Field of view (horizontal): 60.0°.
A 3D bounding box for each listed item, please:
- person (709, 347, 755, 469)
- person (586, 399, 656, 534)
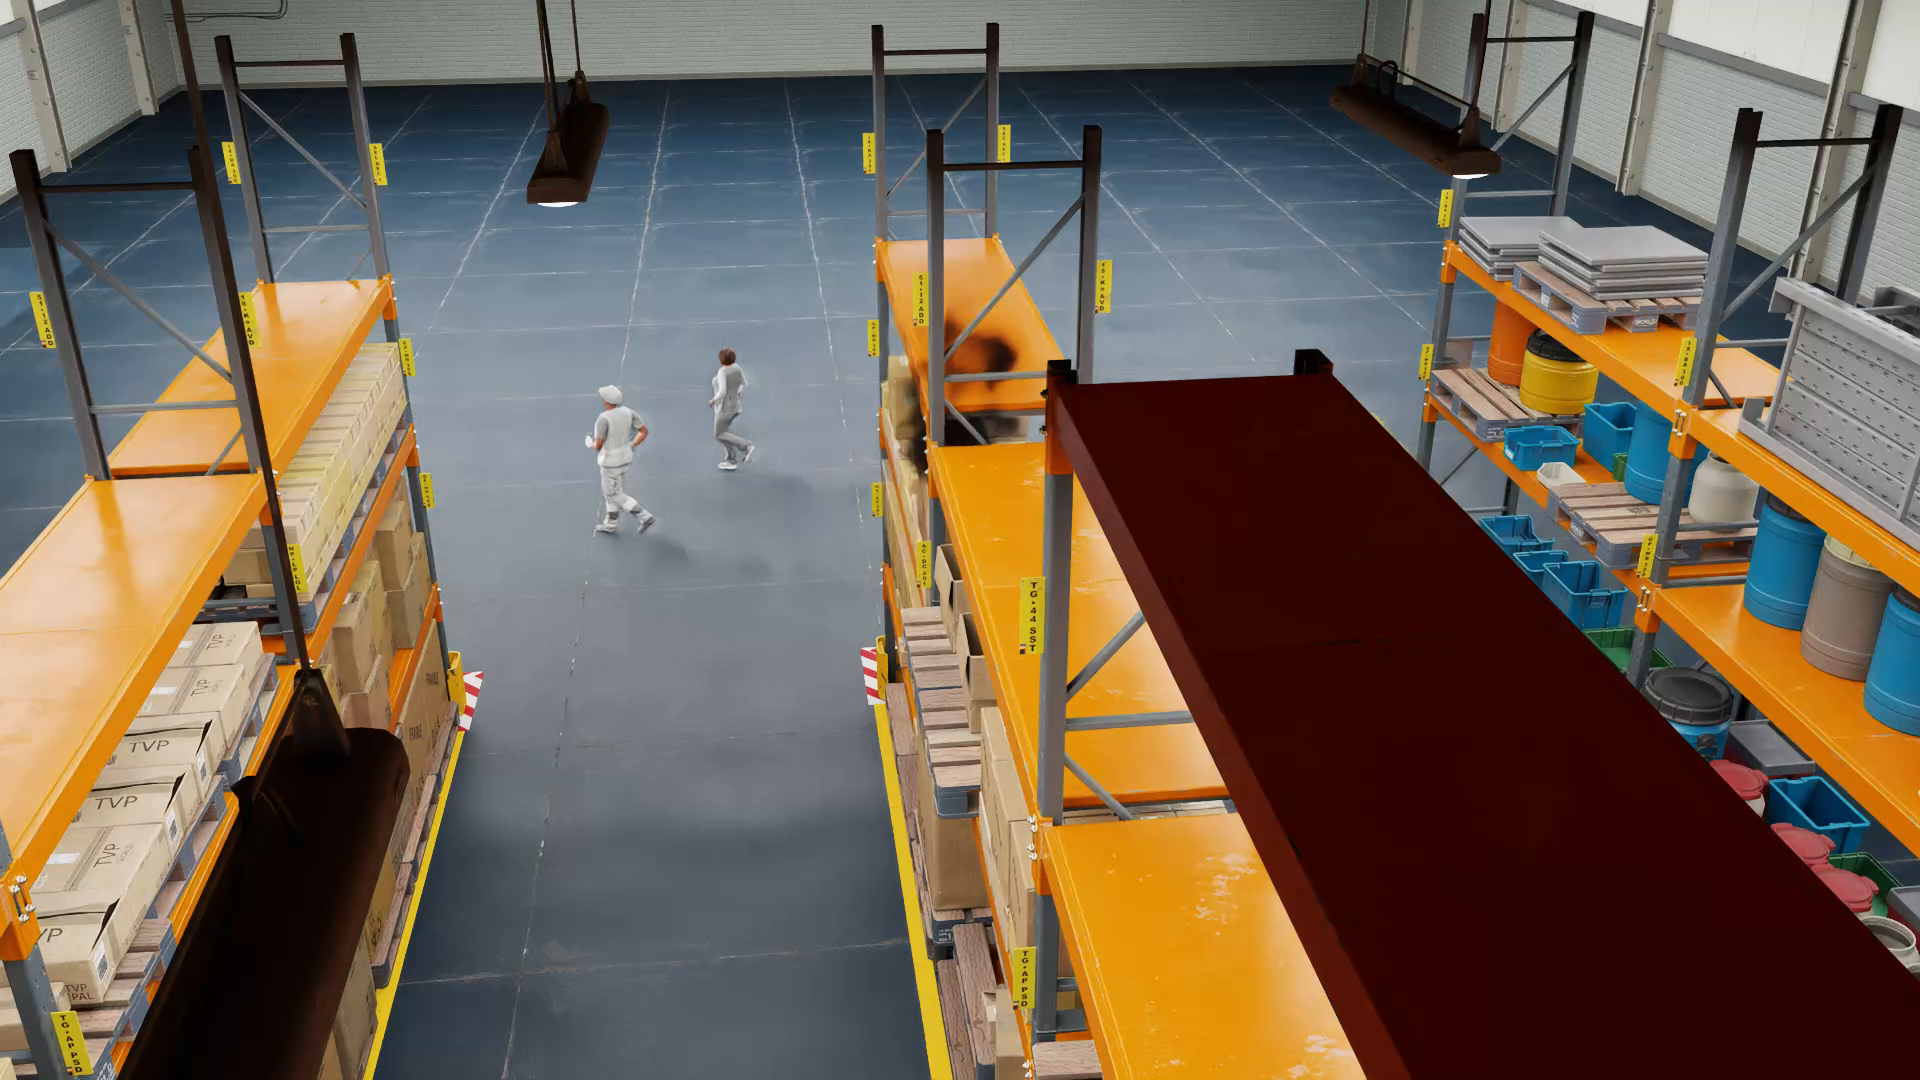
[{"bbox_3d":[-2.724,-1.551,19.975,0.557,1.573,0.540,13,28,24],"label":"person"},{"bbox_3d":[-3.742,-0.808,18.199,0.881,1.741,0.643,15,29,28],"label":"person"}]
